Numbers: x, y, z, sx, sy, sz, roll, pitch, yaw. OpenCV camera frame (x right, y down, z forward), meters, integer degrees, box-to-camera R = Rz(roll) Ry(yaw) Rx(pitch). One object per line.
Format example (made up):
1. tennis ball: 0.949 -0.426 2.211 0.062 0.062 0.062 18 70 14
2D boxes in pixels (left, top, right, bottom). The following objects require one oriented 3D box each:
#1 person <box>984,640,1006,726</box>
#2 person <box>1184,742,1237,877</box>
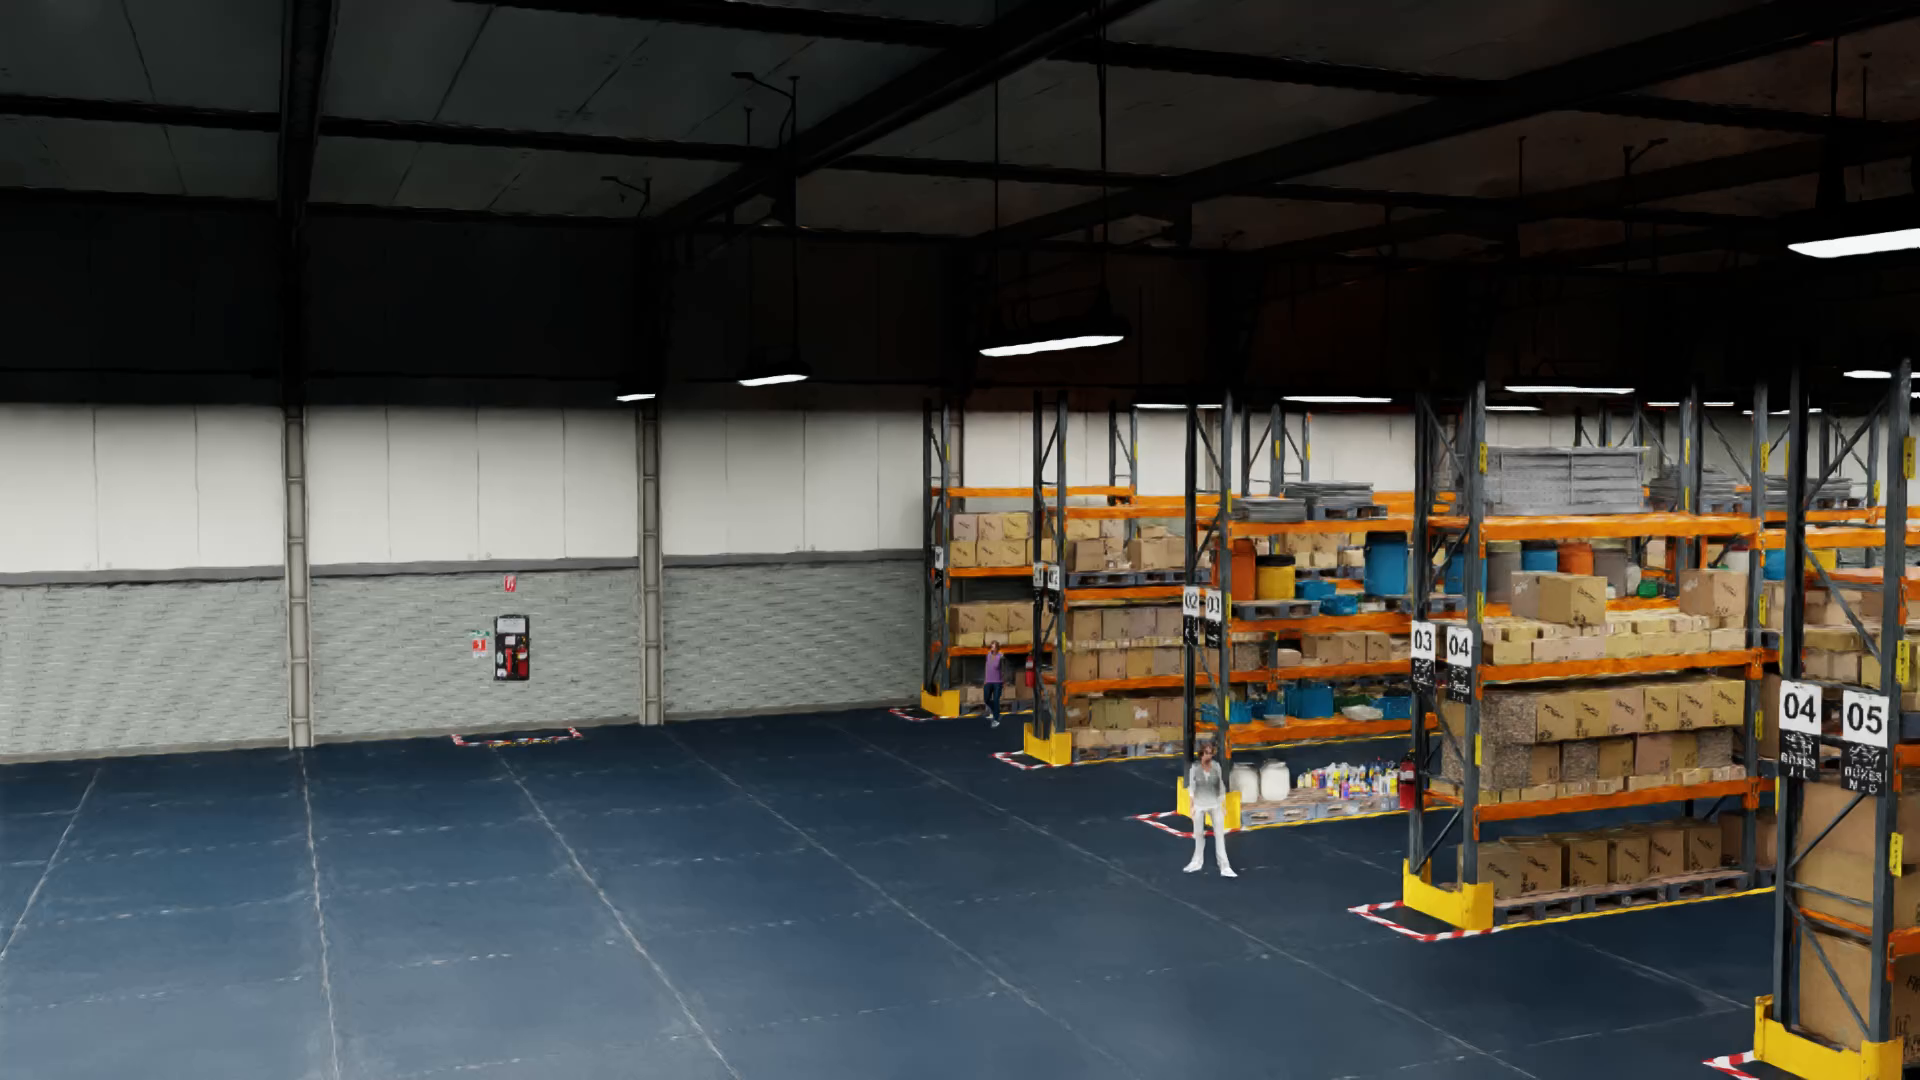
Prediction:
1. person: 0.652 2.590 30.339 0.471 1.588 0.486 2 4 29
2. person: 2.970 3.189 19.801 0.598 1.589 0.493 0 3 7
